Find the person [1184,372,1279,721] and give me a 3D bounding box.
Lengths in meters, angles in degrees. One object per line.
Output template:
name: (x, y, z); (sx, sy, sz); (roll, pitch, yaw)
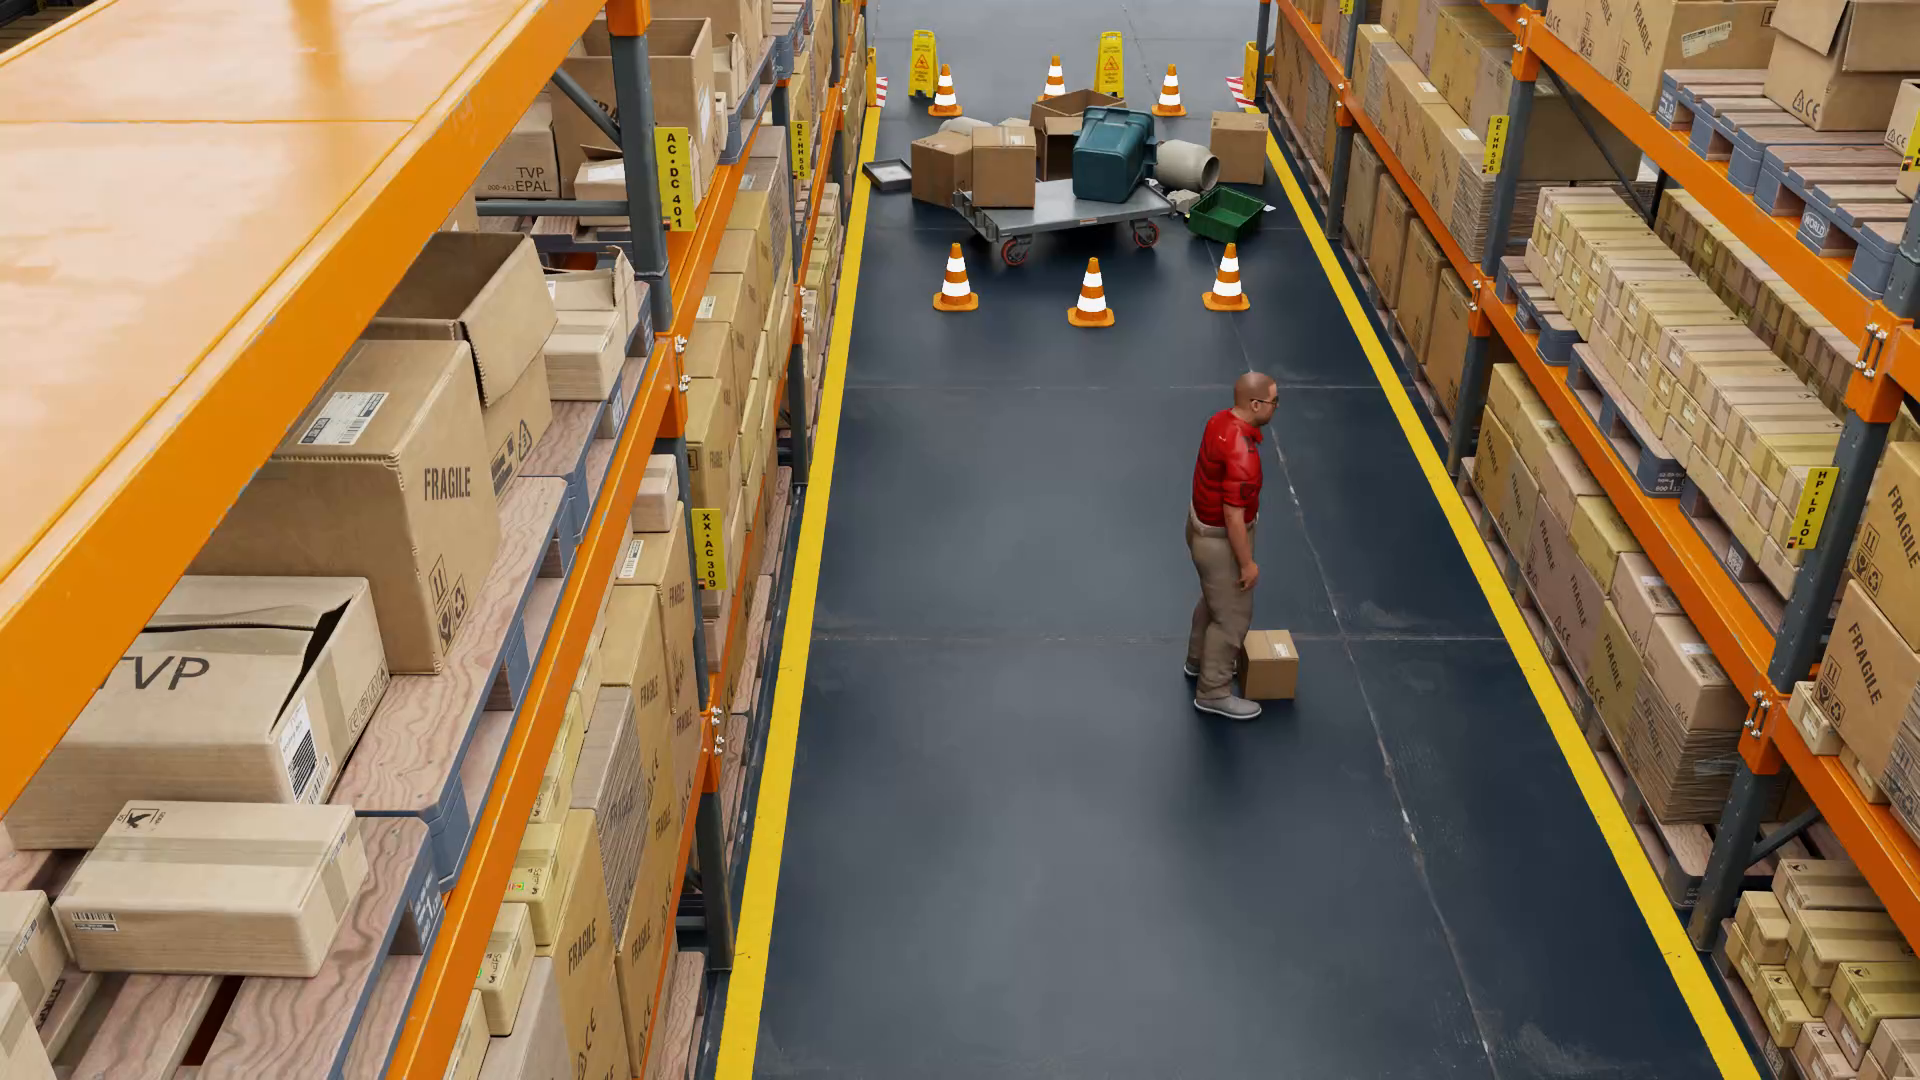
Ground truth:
person: (1.284, -0.002, 7.955); (0.383, 1.728, 0.601); (-1, 31, -2)
